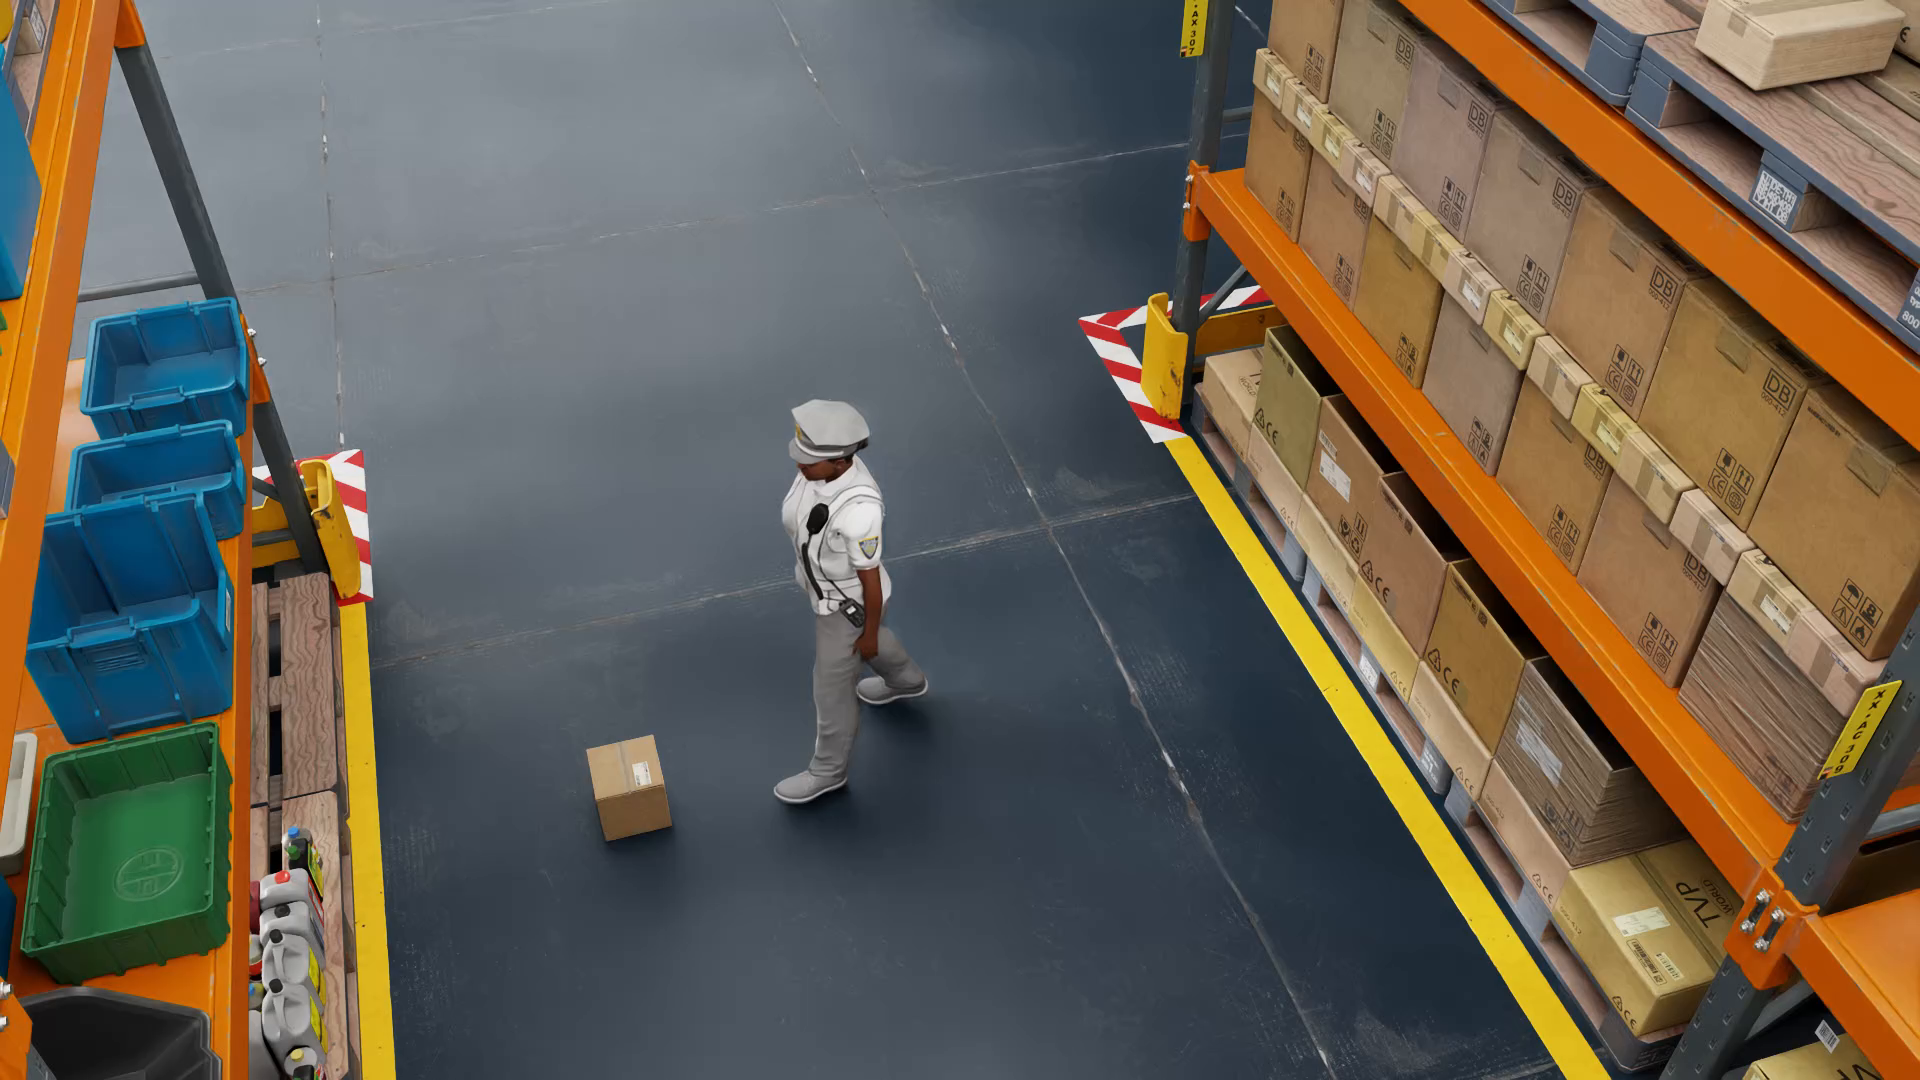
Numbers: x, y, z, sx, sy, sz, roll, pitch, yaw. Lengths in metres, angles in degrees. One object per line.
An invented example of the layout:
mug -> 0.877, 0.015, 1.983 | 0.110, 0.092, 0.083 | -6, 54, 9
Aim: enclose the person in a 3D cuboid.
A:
person -> -0.425, 0.184, 5.951 | 0.744, 1.658, 0.488 | -16, 45, -17
